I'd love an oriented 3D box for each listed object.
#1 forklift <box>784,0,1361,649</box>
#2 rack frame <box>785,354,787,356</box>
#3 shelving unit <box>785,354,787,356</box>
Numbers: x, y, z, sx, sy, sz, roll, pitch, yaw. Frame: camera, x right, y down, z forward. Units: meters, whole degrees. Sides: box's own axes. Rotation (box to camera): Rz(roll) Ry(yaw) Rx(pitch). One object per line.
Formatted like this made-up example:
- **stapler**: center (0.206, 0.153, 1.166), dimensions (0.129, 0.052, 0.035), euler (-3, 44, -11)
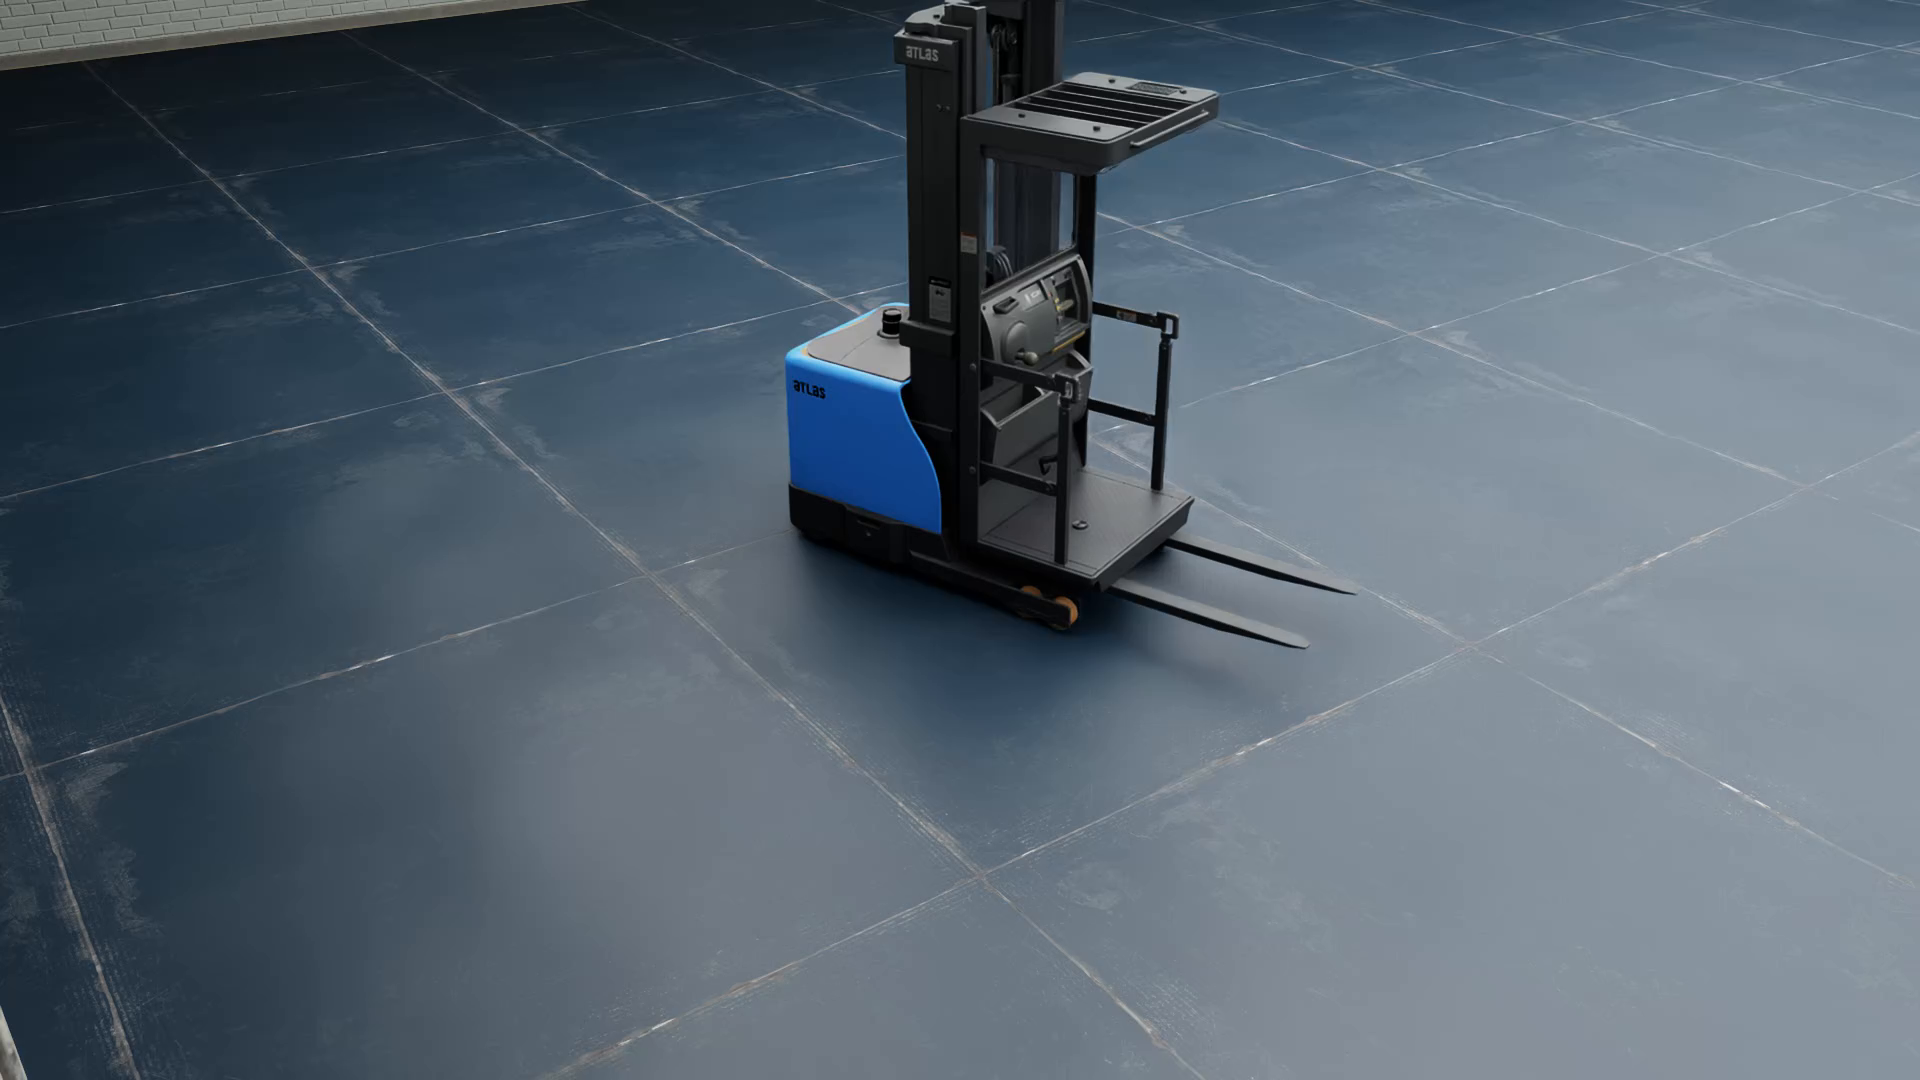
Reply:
- **forklift**: center (0.560, -1.124, 8.187), dimensions (3.031, 2.935, 1.130), euler (18, 33, 30)
- **rack frame**: center (-0.896, -0.676, 9.490), dimensions (0.006, 0.900, 0.240), euler (18, 33, 30)
- **shelving unit**: center (-0.812, -0.649, 9.440), dimensions (0.210, 0.900, 0.258), euler (18, 33, 30)
